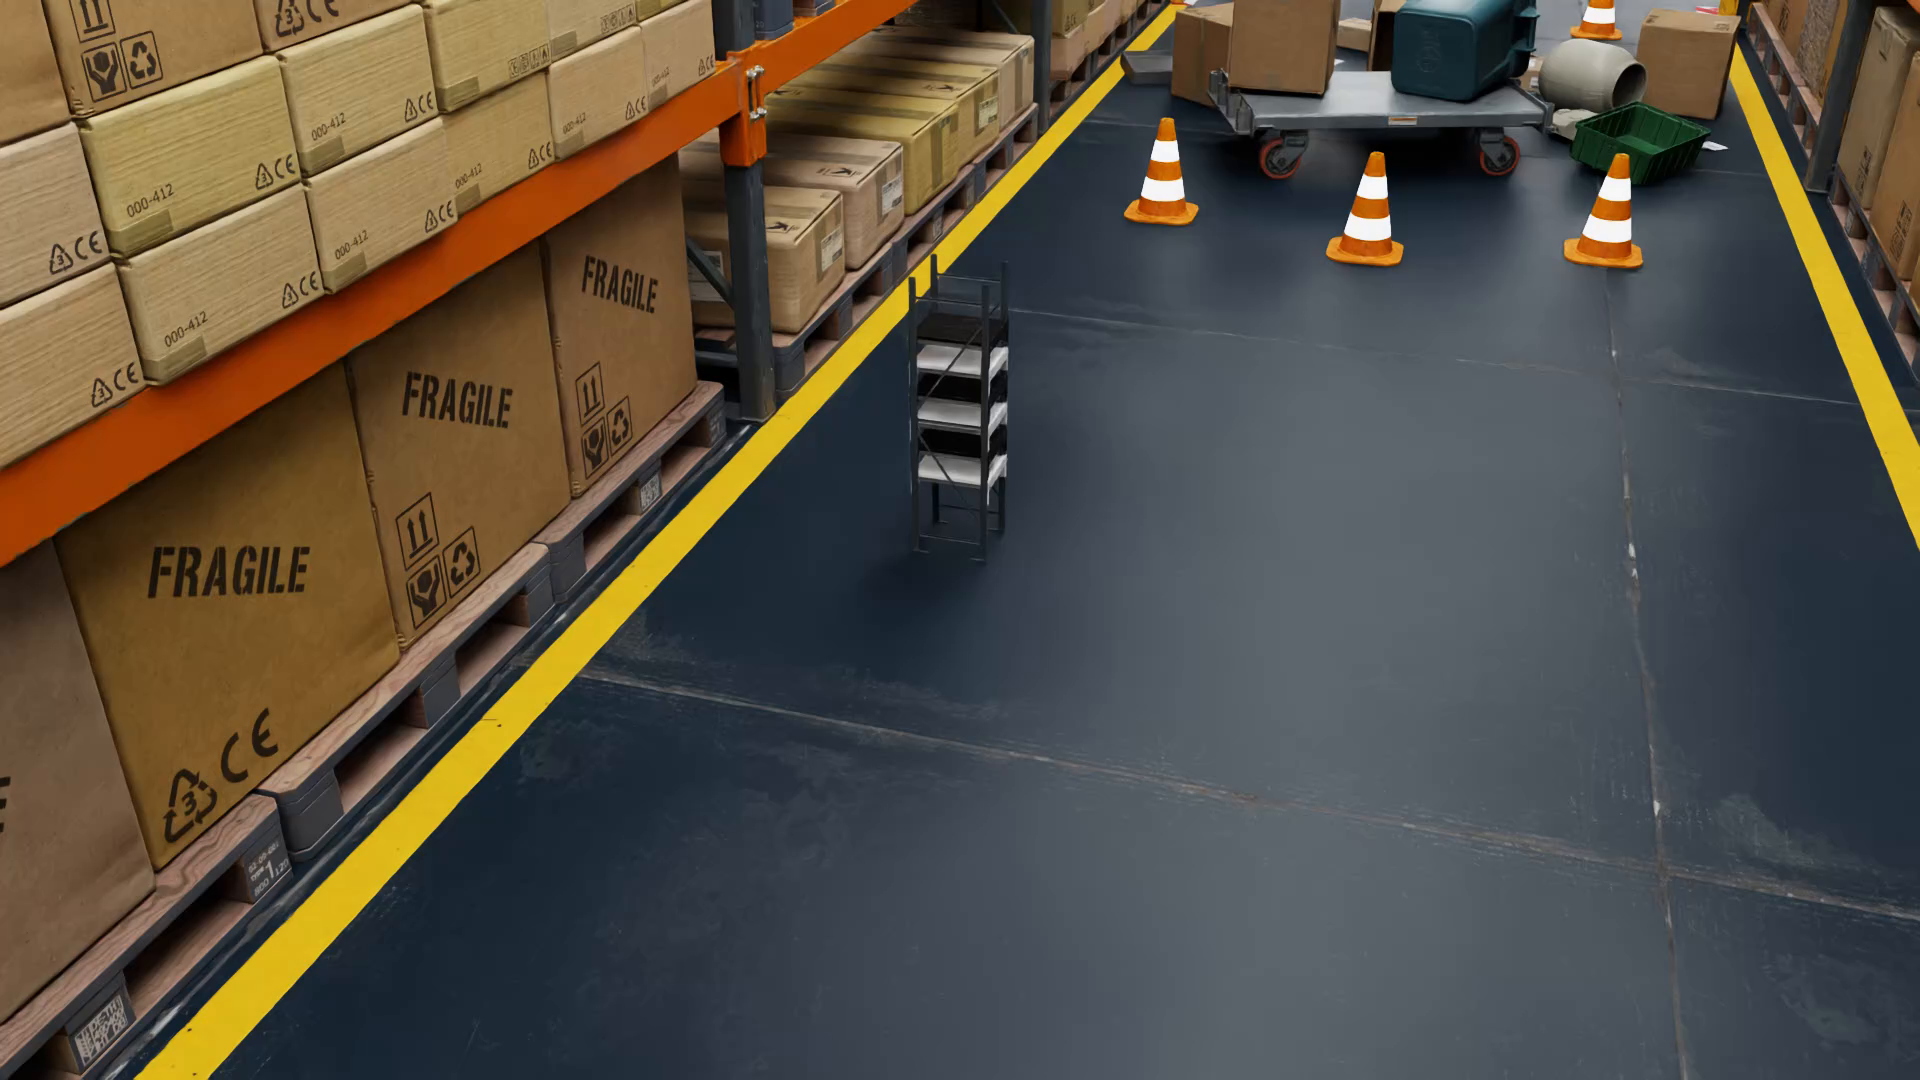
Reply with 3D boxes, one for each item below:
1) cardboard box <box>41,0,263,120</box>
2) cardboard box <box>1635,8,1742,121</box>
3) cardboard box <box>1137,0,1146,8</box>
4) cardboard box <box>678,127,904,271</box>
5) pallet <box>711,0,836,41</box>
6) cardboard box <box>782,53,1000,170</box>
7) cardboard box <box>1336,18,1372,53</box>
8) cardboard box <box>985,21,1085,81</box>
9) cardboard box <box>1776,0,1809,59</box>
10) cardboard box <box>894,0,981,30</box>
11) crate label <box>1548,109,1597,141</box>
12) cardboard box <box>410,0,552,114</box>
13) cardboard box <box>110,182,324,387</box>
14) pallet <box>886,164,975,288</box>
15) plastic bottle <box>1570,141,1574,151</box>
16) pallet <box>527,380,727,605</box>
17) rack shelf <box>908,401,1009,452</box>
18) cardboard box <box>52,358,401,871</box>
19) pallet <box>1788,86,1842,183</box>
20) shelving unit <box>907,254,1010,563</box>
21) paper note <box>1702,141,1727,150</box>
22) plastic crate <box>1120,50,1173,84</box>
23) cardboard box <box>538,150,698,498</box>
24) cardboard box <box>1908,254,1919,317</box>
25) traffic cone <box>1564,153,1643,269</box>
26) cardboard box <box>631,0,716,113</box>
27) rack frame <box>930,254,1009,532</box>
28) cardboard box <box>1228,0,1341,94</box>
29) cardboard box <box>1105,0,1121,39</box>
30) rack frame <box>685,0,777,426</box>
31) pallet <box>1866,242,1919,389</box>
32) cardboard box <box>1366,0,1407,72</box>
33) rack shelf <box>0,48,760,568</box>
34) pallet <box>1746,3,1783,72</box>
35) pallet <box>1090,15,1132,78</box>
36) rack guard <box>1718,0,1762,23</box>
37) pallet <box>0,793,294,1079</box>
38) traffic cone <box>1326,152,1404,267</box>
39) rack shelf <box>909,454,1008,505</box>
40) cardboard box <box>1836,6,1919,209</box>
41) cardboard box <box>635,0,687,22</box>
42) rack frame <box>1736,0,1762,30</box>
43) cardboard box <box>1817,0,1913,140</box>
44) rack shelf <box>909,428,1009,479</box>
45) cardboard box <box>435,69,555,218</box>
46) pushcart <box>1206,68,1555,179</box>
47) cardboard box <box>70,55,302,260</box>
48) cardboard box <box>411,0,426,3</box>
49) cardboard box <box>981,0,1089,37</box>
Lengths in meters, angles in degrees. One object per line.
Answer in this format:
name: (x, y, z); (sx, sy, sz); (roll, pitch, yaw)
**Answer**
cardboard box: (-1.664, -1.080, 2.974); (0.500, 0.500, 0.500); (8, 30, 14)
cardboard box: (4.244, -2.798, 9.762); (0.500, 0.500, 0.500); (14, 32, 23)
cardboard box: (1.042, -3.868, 11.513); (0.500, 0.250, 0.500); (9, 30, 15)
cardboard box: (-0.782, -1.462, 7.064); (0.950, 0.372, 0.625); (8, 30, 14)
pallet: (-1.059, -2.084, 6.108); (1.213, 0.211, 1.003); (8, 30, 15)
cardboard box: (-0.351, -2.137, 8.277); (0.950, 0.372, 0.625); (10, 31, 18)
cardboard box: (2.729, -3.397, 11.203); (0.250, 0.149, 0.380); (-24, 37, -37)
cardboard box: (0.439, -2.898, 9.770); (0.500, 0.250, 0.500); (7, 30, 13)
cardboard box: (5.552, -3.401, 10.032); (0.875, 0.875, 0.875); (8, 30, 14)
cardboard box: (-0.075, -3.303, 9.728); (0.500, 0.500, 0.500); (8, 30, 14)
crate label: (3.434, -2.309, 9.261); (0.298, 0.136, 0.250); (-12, 31, -20)
cardboard box: (-1.343, -1.234, 4.022); (0.500, 0.250, 0.500); (8, 30, 14)
cardboard box: (-1.643, -0.541, 3.290); (0.500, 0.250, 0.500); (8, 30, 14)
pallet: (-0.575, -1.531, 7.785); (1.003, 0.211, 1.213); (8, 30, 15)
plastic bottle: (3.408, -2.081, 8.927); (0.133, 0.061, 0.283); (-6, 30, -11)
pallet: (-1.470, -0.247, 5.478); (1.003, 0.211, 1.213); (8, 30, 15)
rack shelf: (-0.002, -0.360, 5.041); (0.258, 0.077, 0.200); (8, 30, 15)
cardboard box: (-1.977, 0.062, 3.807); (0.875, 0.875, 0.875); (9, 30, 16)
pallet: (5.068, -2.145, 8.888); (1.003, 0.211, 1.213); (8, 30, 15)
shelving unit: (-0.002, -0.389, 5.024); (0.258, 0.900, 0.210); (8, 30, 15)
paper note: (4.101, -2.166, 9.111); (0.147, 0.020, 0.142); (-12, 31, -20)
plastic crate: (1.253, -3.017, 10.591); (0.402, 0.080, 0.583); (-1, 29, -3)
cardboard box: (-1.448, -0.767, 5.298); (0.875, 0.875, 0.875); (8, 30, 14)
cardboard box: (4.114, -1.040, 5.915); (1.050, 0.750, 0.750); (9, 30, 16)
traffic cone: (2.932, -1.505, 7.479); (0.336, 0.463, 0.334); (8, 30, 15)
cardboard box: (-1.066, -1.484, 4.986); (0.500, 0.250, 0.500); (7, 30, 13)
rack frame: (0.027, -0.437, 5.109); (0.240, 0.900, 0.006); (8, 30, 15)
cardboard box: (1.718, -2.679, 8.773); (0.500, 0.500, 0.500); (8, 30, 15)
cardboard box: (0.738, -3.395, 10.663); (0.500, 0.250, 0.500); (8, 30, 14)
rack frame: (-1.166, -1.822, 5.439); (1.000, 3.000, 0.127); (8, 30, 15)
pallet: (4.259, -0.864, 6.587); (1.003, 0.211, 1.213); (8, 30, 15)
cardboard box: (2.820, -2.894, 9.796); (0.797, 0.637, 0.503); (8, 30, 15)
rack shelf: (-1.753, -0.578, 3.943); (1.077, 0.370, 4.000); (8, 30, 15)
pallet: (5.784, -3.279, 10.927); (1.003, 0.211, 1.213); (8, 30, 15)
pallet: (0.528, -3.348, 11.051); (1.003, 0.211, 1.213); (8, 30, 15)
rack guard: (5.951, -3.799, 11.564); (1.175, 0.500, 0.348); (8, 30, 15)
pallet: (-2.186, 0.887, 3.439); (1.003, 0.211, 1.213); (8, 30, 15)
traffic cone: (1.853, -1.518, 7.503); (0.336, 0.463, 0.334); (8, 30, 15)
rack shelf: (-0.002, -0.203, 5.128); (0.258, 0.077, 0.200); (8, 30, 15)
cardboard box: (4.673, -1.920, 7.498); (1.050, 0.750, 0.750); (8, 30, 15)
cardboard box: (-1.065, -1.713, 4.884); (0.500, 0.250, 0.500); (8, 30, 15)
rack frame: (5.944, -4.880, 10.937); (1.000, 3.000, 0.127); (8, 30, 15)
cardboard box: (5.021, -2.558, 8.517); (0.875, 0.875, 0.875); (9, 30, 16)
rack shelf: (-0.002, -0.282, 5.084); (0.258, 0.077, 0.200); (8, 30, 15)
cardboard box: (-1.365, -1.013, 4.139); (0.500, 0.250, 0.500); (8, 30, 14)
pushcart: (2.202, -2.232, 8.875); (1.648, 0.377, 0.936); (-1, 29, -3)
cardboard box: (-1.642, -0.757, 3.165); (0.500, 0.250, 0.500); (9, 30, 16)
cardboard box: (-1.363, -1.555, 3.829); (0.500, 0.500, 0.500); (9, 30, 15)
cardboard box: (0.439, -3.226, 9.588); (0.500, 0.500, 0.500); (10, 31, 17)
